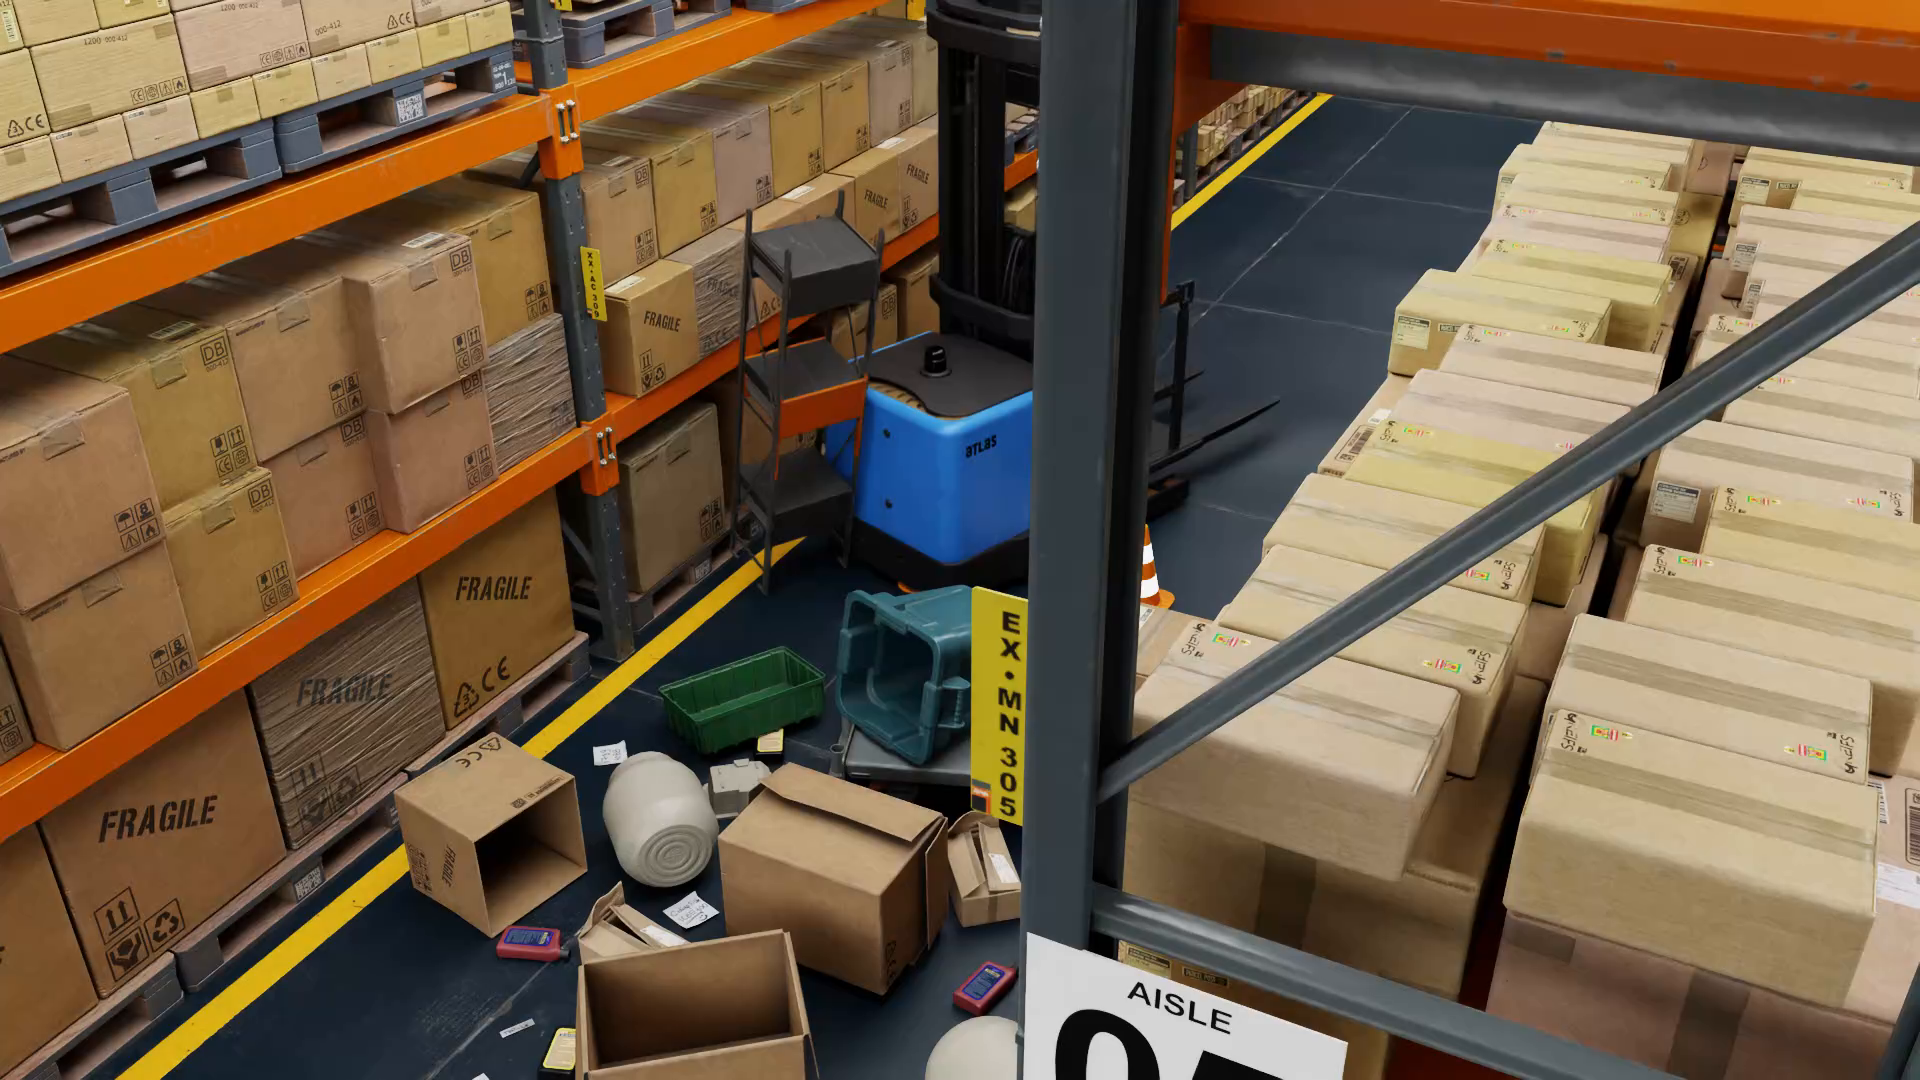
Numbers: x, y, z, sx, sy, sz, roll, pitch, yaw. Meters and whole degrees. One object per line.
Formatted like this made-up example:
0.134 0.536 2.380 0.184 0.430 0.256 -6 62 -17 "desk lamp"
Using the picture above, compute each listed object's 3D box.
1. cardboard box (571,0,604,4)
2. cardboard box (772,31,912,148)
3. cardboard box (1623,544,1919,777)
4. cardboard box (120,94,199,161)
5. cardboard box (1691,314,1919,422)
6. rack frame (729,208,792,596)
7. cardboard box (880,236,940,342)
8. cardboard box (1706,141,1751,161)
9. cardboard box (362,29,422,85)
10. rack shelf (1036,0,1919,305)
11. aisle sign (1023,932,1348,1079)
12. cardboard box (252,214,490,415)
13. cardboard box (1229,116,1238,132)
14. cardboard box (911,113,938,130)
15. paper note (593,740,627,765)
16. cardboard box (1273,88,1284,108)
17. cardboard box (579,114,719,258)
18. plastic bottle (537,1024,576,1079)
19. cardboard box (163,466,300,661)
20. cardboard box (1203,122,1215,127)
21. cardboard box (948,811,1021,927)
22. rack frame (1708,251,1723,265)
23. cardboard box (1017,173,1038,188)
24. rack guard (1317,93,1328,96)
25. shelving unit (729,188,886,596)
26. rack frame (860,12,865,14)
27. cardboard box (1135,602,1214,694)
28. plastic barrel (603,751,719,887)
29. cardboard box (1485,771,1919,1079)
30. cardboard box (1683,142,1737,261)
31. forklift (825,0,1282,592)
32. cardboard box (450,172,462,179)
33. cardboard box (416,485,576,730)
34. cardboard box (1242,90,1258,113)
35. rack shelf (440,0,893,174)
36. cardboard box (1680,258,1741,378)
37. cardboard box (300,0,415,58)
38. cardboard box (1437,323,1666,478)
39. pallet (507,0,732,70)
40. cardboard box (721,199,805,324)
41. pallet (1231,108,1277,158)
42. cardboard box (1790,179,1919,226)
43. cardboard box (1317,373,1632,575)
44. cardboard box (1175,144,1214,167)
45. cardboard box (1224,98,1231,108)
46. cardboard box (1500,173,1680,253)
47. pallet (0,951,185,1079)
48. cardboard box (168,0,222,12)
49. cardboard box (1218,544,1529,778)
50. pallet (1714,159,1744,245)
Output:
-1.589 -2.505 7.201 0.258 0.266 0.396 14 33 22 "cardboard box"
-0.707 -2.655 9.757 0.700 0.500 0.500 14 33 23 "cardboard box"
1.157 0.164 2.392 0.380 0.149 0.250 14 33 23 "cardboard box"
-2.662 -1.333 5.277 0.380 0.149 0.250 14 33 23 "cardboard box"
1.609 -0.291 3.184 0.380 0.149 0.250 15 33 24 "cardboard box"
-0.993 -0.611 8.154 0.015 2.100 0.400 -19 48 -29 "rack frame"
-0.622 -1.556 10.786 1.050 0.750 0.750 14 33 23 "cardboard box"
2.503 -1.458 5.493 0.500 0.250 0.500 14 33 22 "cardboard box"
-2.199 -1.783 6.060 0.380 0.149 0.250 15 33 24 "cardboard box"
1.455 -1.150 2.941 1.077 0.370 4.000 14 33 23 "rack shelf"
0.258 0.859 2.131 0.394 0.787 0.004 14 33 23 "aisle sign"
-2.432 -0.934 6.629 0.875 0.550 0.550 14 33 23 "cardboard box"
2.361 -3.898 15.467 0.380 0.149 0.250 13 32 21 "cardboard box"
-0.230 -2.382 10.286 0.500 0.500 0.500 14 33 23 "cardboard box"
-1.587 0.965 7.539 0.147 0.020 0.142 -7 31 -11 "paper note"
2.941 -4.337 16.231 0.380 0.149 0.250 13 32 21 "cardboard box"
-1.633 -1.753 8.186 0.700 0.500 0.500 14 33 22 "cardboard box"
-1.416 1.830 6.001 0.133 0.061 0.283 4 30 6 "plastic bottle"
-2.977 -0.006 6.097 0.875 0.550 0.500 14 33 23 "cardboard box"
2.043 -3.668 14.768 0.380 0.149 0.250 15 33 24 "cardboard box"
0.084 1.312 6.699 0.258 0.266 0.396 -7 31 -11 "cardboard box"
2.366 0.252 5.799 1.000 3.000 0.127 14 33 23 "rack frame"
0.496 -2.498 11.924 0.500 0.250 0.500 14 33 23 "cardboard box"
3.346 -5.028 17.504 1.175 0.500 0.348 14 33 23 "rack guard"
-0.791 -0.680 8.272 0.503 2.100 0.431 -19 48 -29 "shelving unit"
-0.264 -2.599 10.765 1.000 3.000 0.127 14 33 23 "rack frame"
0.768 0.617 6.913 0.500 0.500 0.500 14 33 23 "cardboard box"
-1.238 1.142 6.836 0.421 0.421 0.512 -12 32 -20 "plastic barrel"
1.010 0.498 2.210 0.500 0.250 0.500 14 33 22 "cardboard box"
1.922 -0.980 4.784 0.500 0.250 0.500 14 33 22 "cardboard box"
0.680 -1.563 9.028 3.031 2.935 1.130 -25 38 -37 "forklift"
-4.301 -3.331 13.751 1.225 0.875 0.875 13 32 21 "cardboard box"
-2.435 0.176 7.643 0.875 0.875 0.875 15 33 24 "cardboard box"
2.565 -4.118 15.550 0.380 0.149 0.250 14 33 23 "cardboard box"
-1.175 -2.702 8.653 1.077 0.370 4.000 14 33 23 "rack shelf"
1.930 -0.409 3.790 0.500 0.250 0.500 14 33 22 "cardboard box"
-2.313 -1.916 5.892 0.500 0.250 0.500 14 33 23 "cardboard box"
1.109 -0.270 3.147 0.380 0.149 0.250 13 32 22 "cardboard box"
-1.713 -2.462 7.705 0.805 0.209 1.217 13 32 21 "pallet"
-1.148 -1.487 8.726 0.500 0.500 0.500 14 33 23 "cardboard box"
2.387 -4.012 16.025 1.003 0.211 1.213 14 33 23 "pallet"
2.166 -0.723 3.937 0.380 0.149 0.250 15 33 25 "cardboard box"
1.000 -0.081 3.219 0.500 0.250 0.500 15 33 25 "cardboard box"
2.010 -3.407 14.612 0.380 0.149 0.250 13 32 21 "cardboard box"
2.247 -4.035 15.108 0.380 0.149 0.250 13 32 22 "cardboard box"
1.500 -0.751 3.986 0.380 0.149 0.250 13 32 22 "cardboard box"
-3.614 1.784 5.931 1.003 0.211 1.213 14 33 23 "pallet"
-2.545 -1.796 5.282 0.380 0.149 0.250 14 33 23 "cardboard box"
0.587 0.165 2.390 0.380 0.149 0.250 15 33 24 "cardboard box"
2.742 -1.217 5.533 1.213 0.211 1.003 14 33 23 "pallet"
